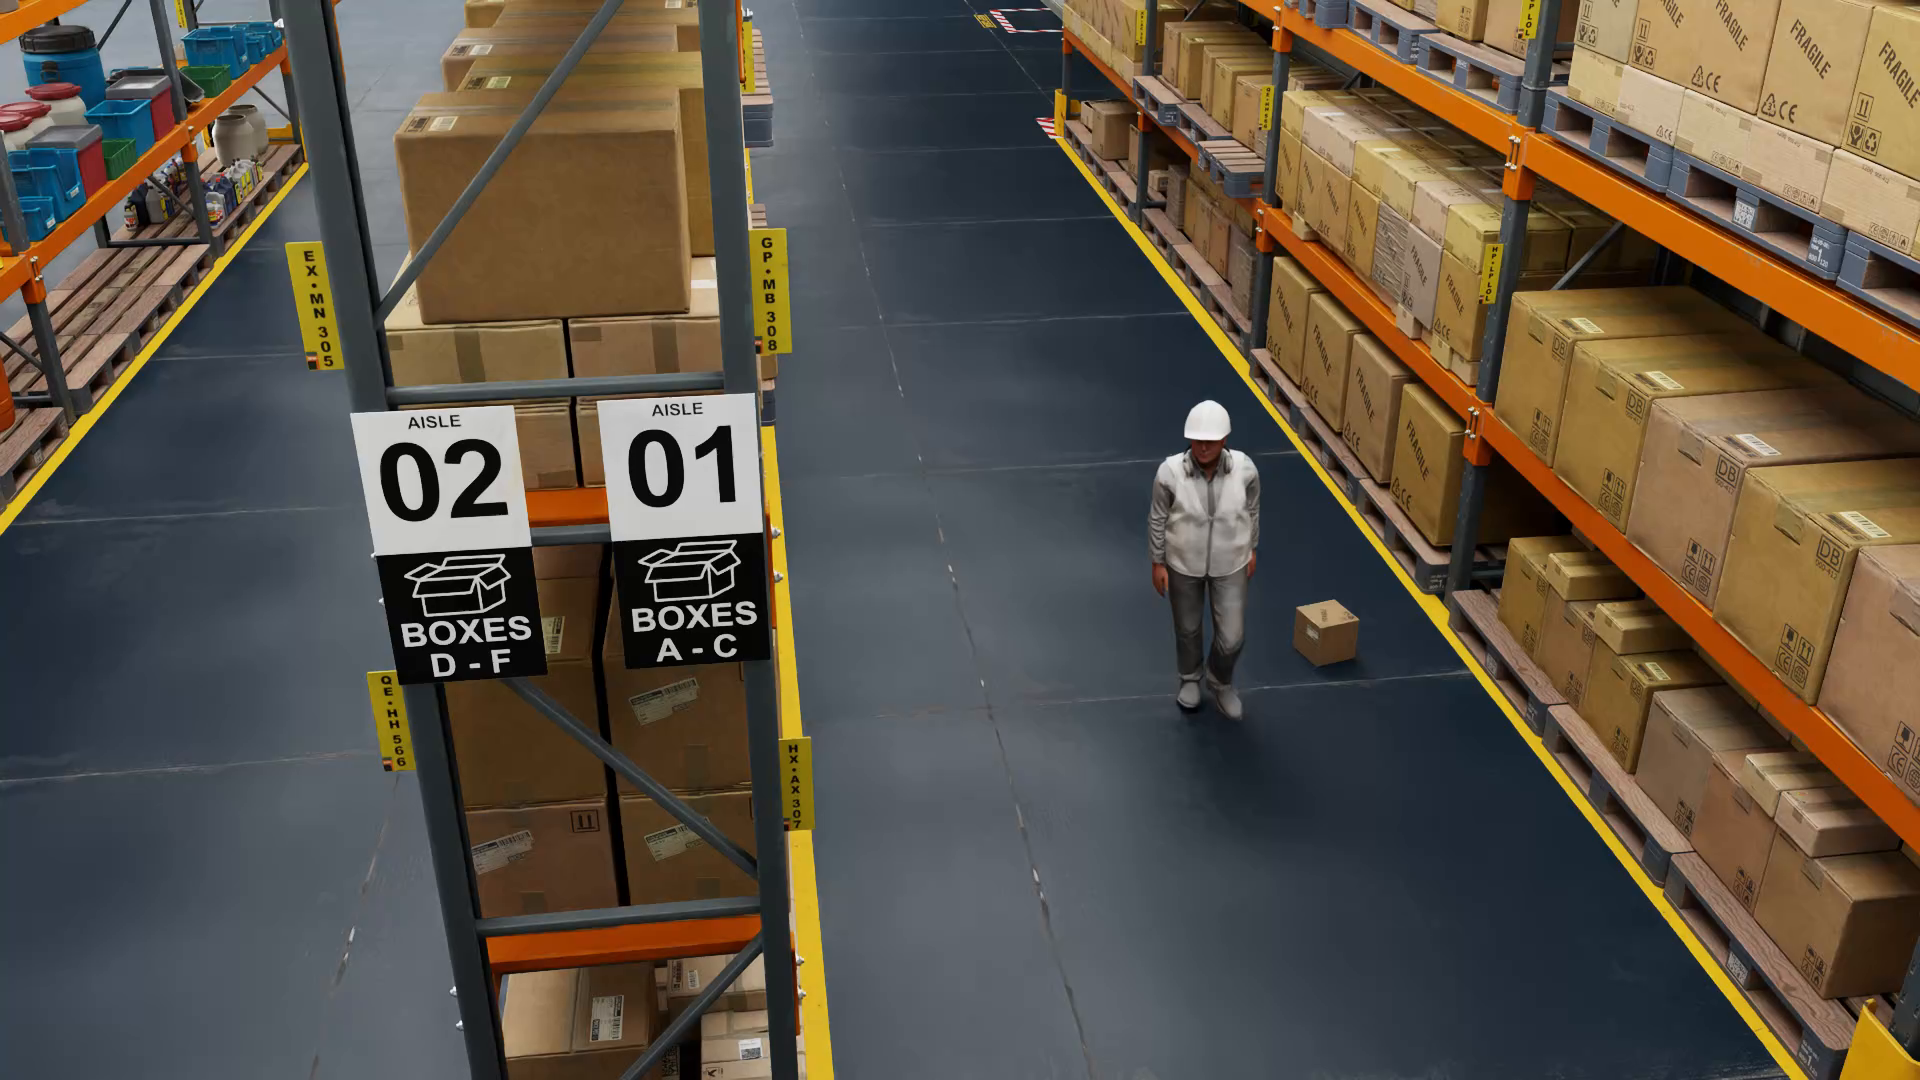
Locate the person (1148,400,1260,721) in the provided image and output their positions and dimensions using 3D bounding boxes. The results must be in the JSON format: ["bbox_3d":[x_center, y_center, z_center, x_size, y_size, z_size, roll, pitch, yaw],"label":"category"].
[{"bbox_3d":[1.218,0.093,8.366,0.564,1.756,0.535,3,27,6],"label":"person"}]
